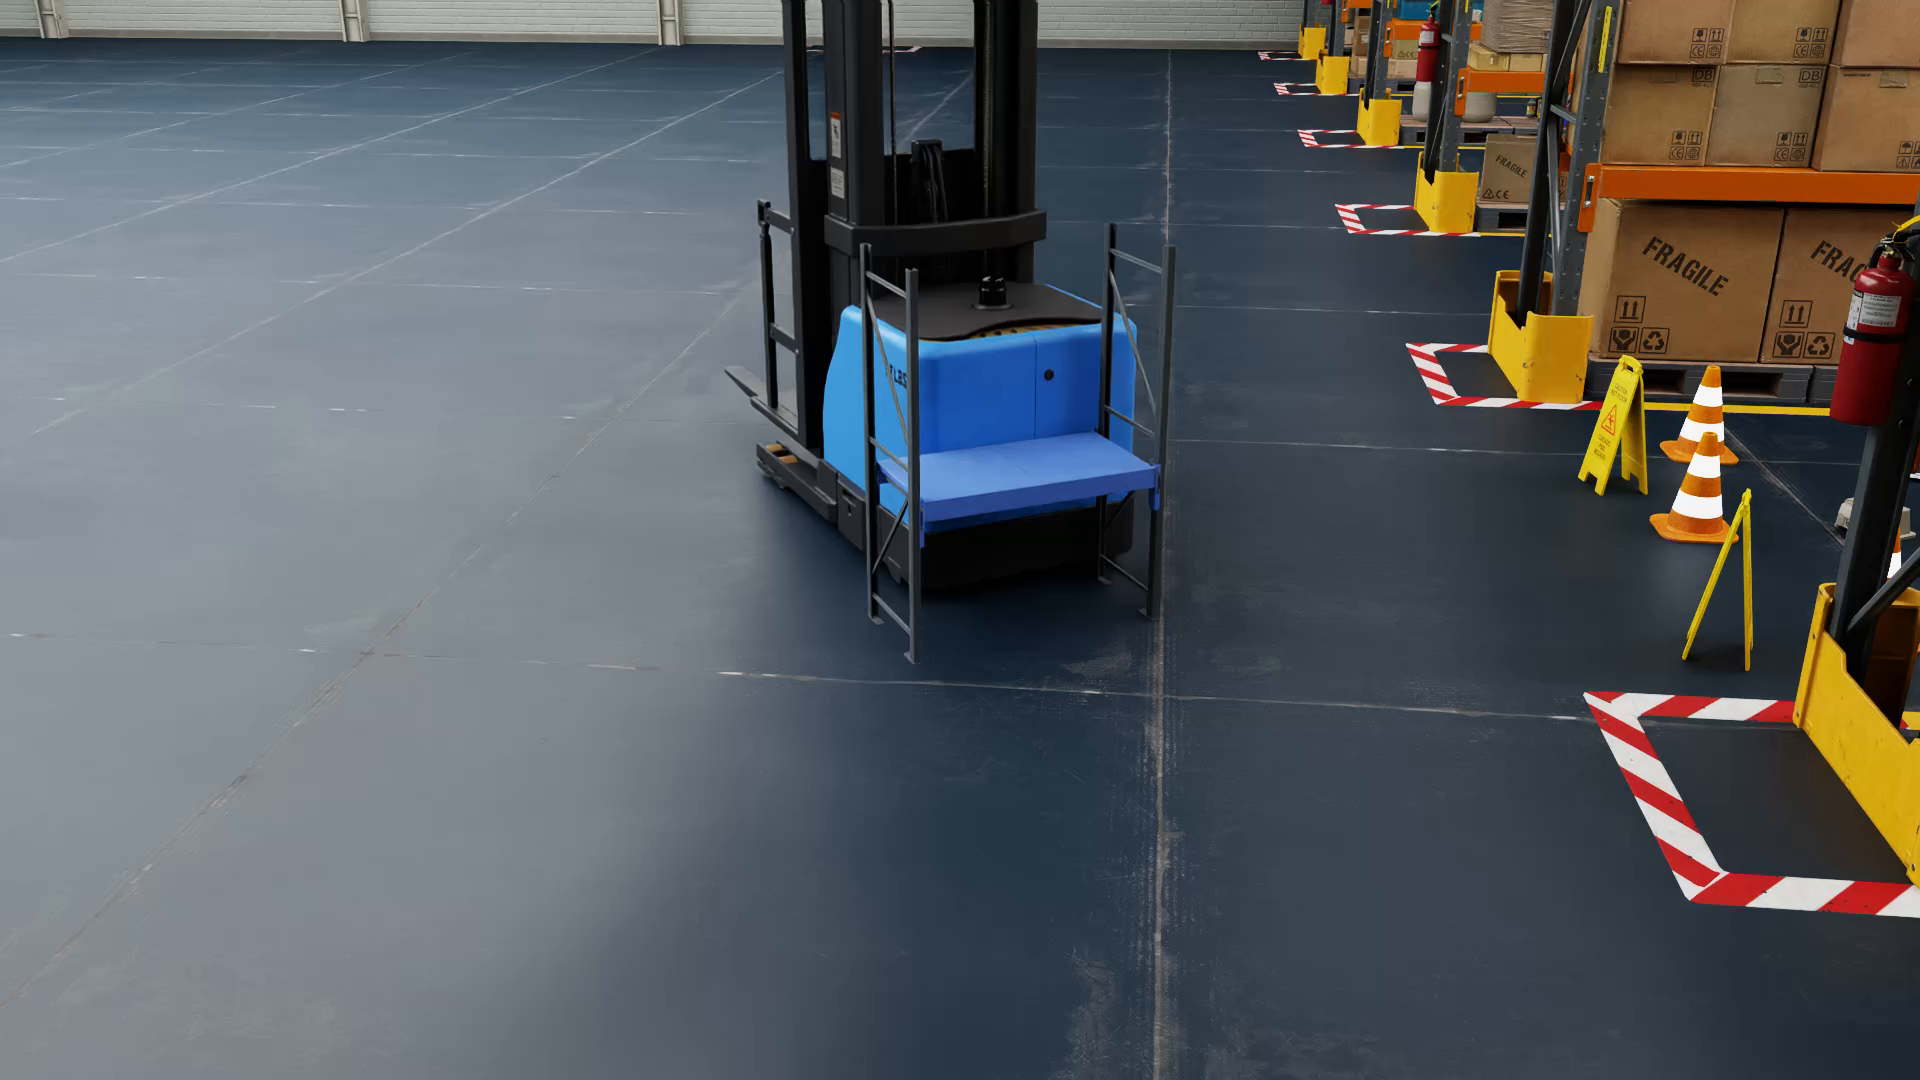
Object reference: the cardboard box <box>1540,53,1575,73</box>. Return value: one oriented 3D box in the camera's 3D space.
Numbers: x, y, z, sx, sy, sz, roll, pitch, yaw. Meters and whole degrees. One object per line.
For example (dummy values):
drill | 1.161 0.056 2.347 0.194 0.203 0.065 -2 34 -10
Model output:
cardboard box | 4.872 -3.935 13.656 0.250 0.149 0.380 2 22 6

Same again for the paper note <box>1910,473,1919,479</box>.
paper note | 4.757 -0.312 8.189 0.142 0.017 0.144 11 24 25

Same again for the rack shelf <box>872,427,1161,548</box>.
rack shelf | 0.211 -0.217 6.437 1.000 0.185 0.538 -9 23 -22

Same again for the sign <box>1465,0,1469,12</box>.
sign | 4.061 -4.390 13.287 0.005 0.325 0.100 2 22 6

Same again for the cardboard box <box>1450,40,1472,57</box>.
cardboard box | 6.796 -6.925 23.026 0.500 0.500 0.500 2 22 6

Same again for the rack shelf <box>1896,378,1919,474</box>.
rack shelf | 4.945 -0.146 4.709 4.000 0.370 1.077 2 22 6

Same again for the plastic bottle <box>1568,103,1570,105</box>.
plastic bottle | 6.972 -4.904 18.973 0.097 0.201 0.097 0 22 0

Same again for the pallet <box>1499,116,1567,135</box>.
pallet | 6.803 -4.620 18.839 1.213 0.211 1.003 2 22 6

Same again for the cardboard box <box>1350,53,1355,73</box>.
cardboard box | 5.862 -6.803 23.738 0.500 0.250 0.500 2 22 6

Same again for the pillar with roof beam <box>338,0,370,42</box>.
pillar with roof beam | -11.711 -11.893 25.284 0.400 9.000 9.100 2 22 6

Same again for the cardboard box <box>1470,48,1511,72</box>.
cardboard box | 4.380 -3.969 13.742 0.250 0.149 0.380 2 22 6

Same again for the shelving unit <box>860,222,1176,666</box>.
shelving unit | 0.211 -0.384 6.371 1.048 1.500 0.538 -9 23 -22

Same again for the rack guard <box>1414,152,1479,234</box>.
rack guard | 4.200 -3.020 14.398 0.348 0.500 1.175 2 22 6

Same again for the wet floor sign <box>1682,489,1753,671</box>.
wet floor sign | 2.896 0.129 6.237 0.232 0.644 0.267 11 24 25

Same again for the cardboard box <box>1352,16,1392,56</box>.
cardboard box | 5.862 -7.153 23.602 0.500 0.500 0.500 2 22 6

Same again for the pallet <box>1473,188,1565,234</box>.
pallet | 5.003 -2.837 14.330 1.213 0.211 1.003 2 22 6

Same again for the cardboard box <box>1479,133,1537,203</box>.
cardboard box | 4.743 -3.185 14.246 0.500 0.500 0.500 7 23 16

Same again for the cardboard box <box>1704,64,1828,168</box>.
cardboard box | 4.363 -2.433 9.311 0.550 0.550 0.875 2 22 6

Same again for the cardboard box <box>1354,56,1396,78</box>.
cardboard box | 5.801 -6.614 23.259 0.500 0.250 0.500 2 22 6

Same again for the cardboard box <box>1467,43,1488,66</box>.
cardboard box | 4.432 -4.132 14.153 0.250 0.149 0.380 2 22 6

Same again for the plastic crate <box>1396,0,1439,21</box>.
plastic crate | 5.240 -6.012 18.770 0.616 0.251 0.499 2 22 6

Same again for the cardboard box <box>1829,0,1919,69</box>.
cardboard box | 4.902 -2.857 8.913 0.550 0.550 0.875 2 22 6

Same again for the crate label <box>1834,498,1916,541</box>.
crate label | 4.118 -0.097 7.499 0.298 0.136 0.250 -9 23 -22

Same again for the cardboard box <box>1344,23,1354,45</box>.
cardboard box | 6.550 -8.502 27.925 0.500 0.311 0.500 0 22 0

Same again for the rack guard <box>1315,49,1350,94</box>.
rack guard | 5.271 -6.641 23.557 0.348 0.500 1.175 2 22 6

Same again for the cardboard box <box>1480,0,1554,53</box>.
cardboard box | 4.668 -4.337 13.788 0.500 0.500 0.875 2 22 6

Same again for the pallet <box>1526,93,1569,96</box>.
pallet | 8.482 -6.382 23.296 1.213 0.211 1.003 2 22 6

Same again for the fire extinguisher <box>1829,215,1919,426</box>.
fire extinguisher | 2.899 -0.705 5.247 0.183 0.674 0.296 2 22 6

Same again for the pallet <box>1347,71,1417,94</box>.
pallet | 6.059 -6.488 23.563 1.213 0.211 1.003 2 22 6

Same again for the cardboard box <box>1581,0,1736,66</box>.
cardboard box | 3.805 -2.921 9.075 0.550 0.550 0.875 2 22 6

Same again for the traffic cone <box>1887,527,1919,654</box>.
traffic cone | 3.538 0.160 6.406 0.334 0.463 0.336 2 22 6

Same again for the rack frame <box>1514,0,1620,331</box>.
rack frame | 3.441 -2.379 9.378 0.127 3.000 1.000 2 22 6

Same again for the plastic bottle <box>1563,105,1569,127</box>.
plastic bottle | 6.694 -4.727 18.412 0.133 0.283 0.061 3 22 7

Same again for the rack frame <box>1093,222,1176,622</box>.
rack frame | 0.677 -0.458 6.558 0.032 1.500 0.500 -9 23 -22

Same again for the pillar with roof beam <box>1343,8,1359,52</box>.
pillar with roof beam | 6.164 -11.115 23.314 0.400 9.000 9.100 2 22 6

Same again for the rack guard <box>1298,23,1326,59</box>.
rack guard | 5.949 -8.445 28.121 0.348 0.500 1.175 2 22 6

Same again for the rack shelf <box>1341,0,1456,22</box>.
rack shelf | 7.281 -7.381 23.008 4.000 0.370 1.077 2 22 6

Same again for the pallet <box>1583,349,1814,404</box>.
pallet | 4.244 -1.076 9.875 1.213 0.211 1.003 2 22 6

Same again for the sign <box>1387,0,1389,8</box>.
sign | 4.639 -5.922 17.963 0.005 0.325 0.100 2 22 6

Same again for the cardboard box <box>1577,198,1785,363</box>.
cardboard box | 4.122 -1.581 9.678 0.875 0.875 0.875 3 22 7

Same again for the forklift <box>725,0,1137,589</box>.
forklift | -0.351 -1.670 7.678 1.130 2.935 3.031 -10 24 -24

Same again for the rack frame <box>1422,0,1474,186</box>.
rack frame | 4.125 -4.186 13.947 0.127 3.000 1.000 2 22 6

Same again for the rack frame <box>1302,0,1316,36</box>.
rack frame | 5.874 -9.611 27.670 0.127 3.000 1.000 2 22 6

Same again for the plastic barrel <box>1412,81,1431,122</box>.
plastic barrel | 5.370 -5.032 18.900 0.421 0.512 0.421 0 22 0

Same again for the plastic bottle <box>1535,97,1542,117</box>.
plastic bottle | 6.701 -5.017 19.147 0.133 0.283 0.061 3 22 8
